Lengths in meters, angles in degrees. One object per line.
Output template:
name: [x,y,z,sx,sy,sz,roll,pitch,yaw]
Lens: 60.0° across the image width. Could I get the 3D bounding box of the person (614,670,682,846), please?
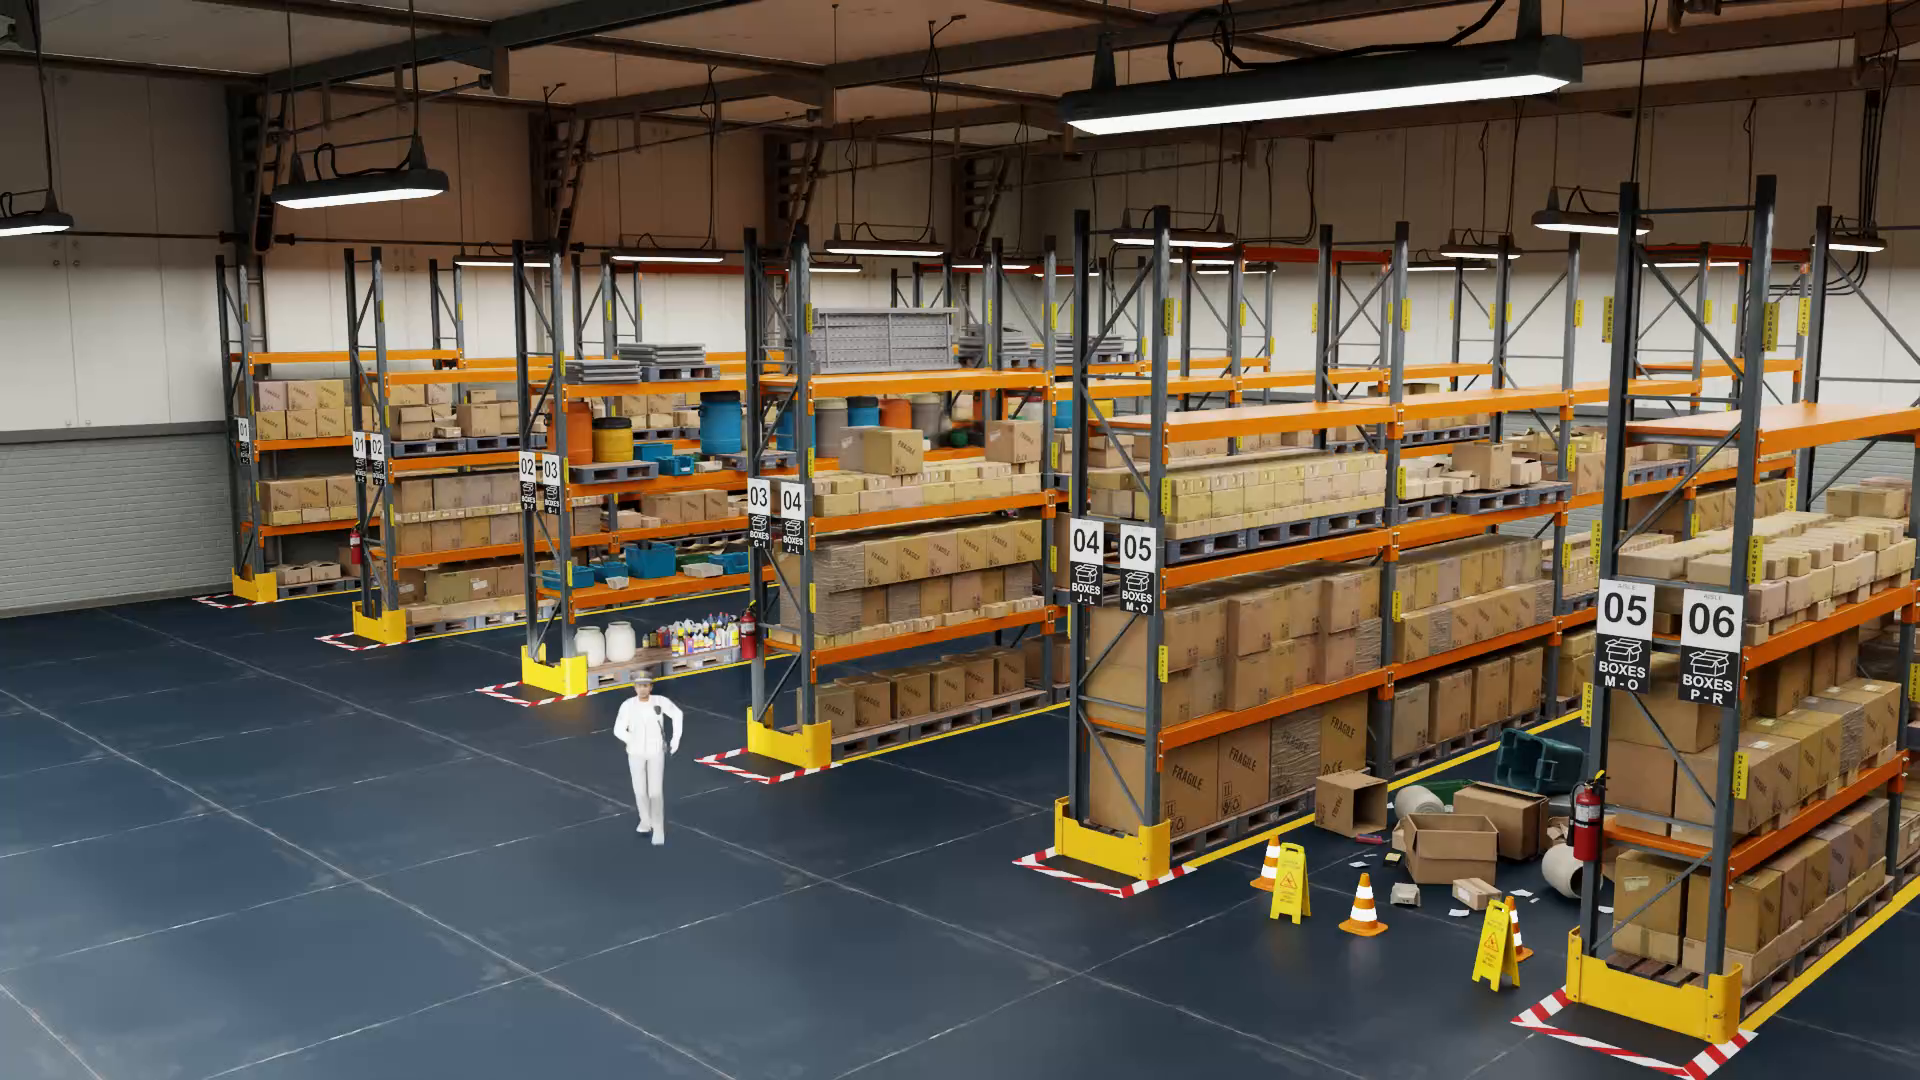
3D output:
person: [-3.001,2.094,16.009,0.627,1.748,0.708,-1,8,-5]
